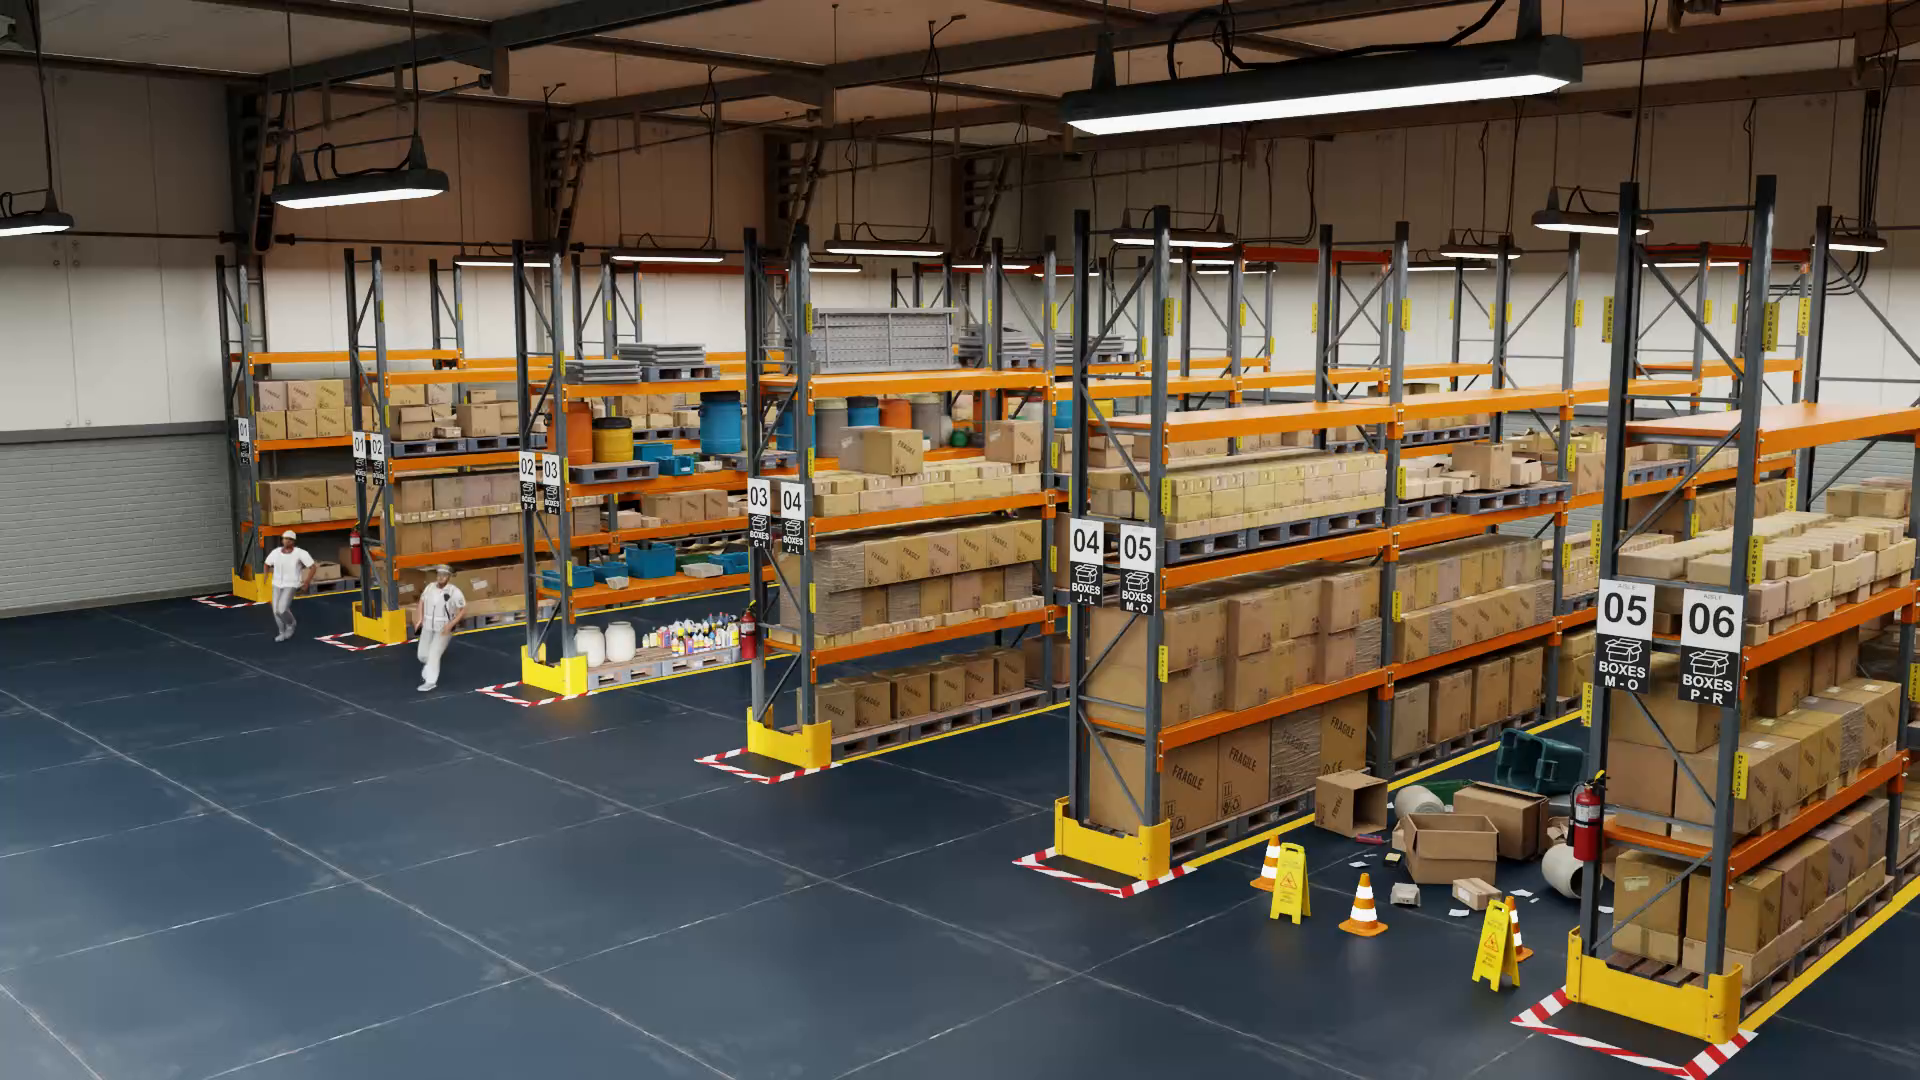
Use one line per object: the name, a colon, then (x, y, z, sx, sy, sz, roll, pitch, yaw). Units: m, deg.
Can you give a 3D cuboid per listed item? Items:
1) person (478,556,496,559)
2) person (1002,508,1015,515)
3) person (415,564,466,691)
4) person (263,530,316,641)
person: (-8.190, 0.328, 28.896, 0.538, 1.538, 0.549, 6, 10, 36)
person: (0.843, -0.323, 32.720, 0.719, 1.719, 0.590, 7, 10, 39)
person: (-6.993, 1.163, 22.357, 0.699, 1.707, 0.550, 1, 8, 5)
person: (-10.332, 0.708, 25.501, 0.781, 1.715, 0.519, 1, 8, 5)
